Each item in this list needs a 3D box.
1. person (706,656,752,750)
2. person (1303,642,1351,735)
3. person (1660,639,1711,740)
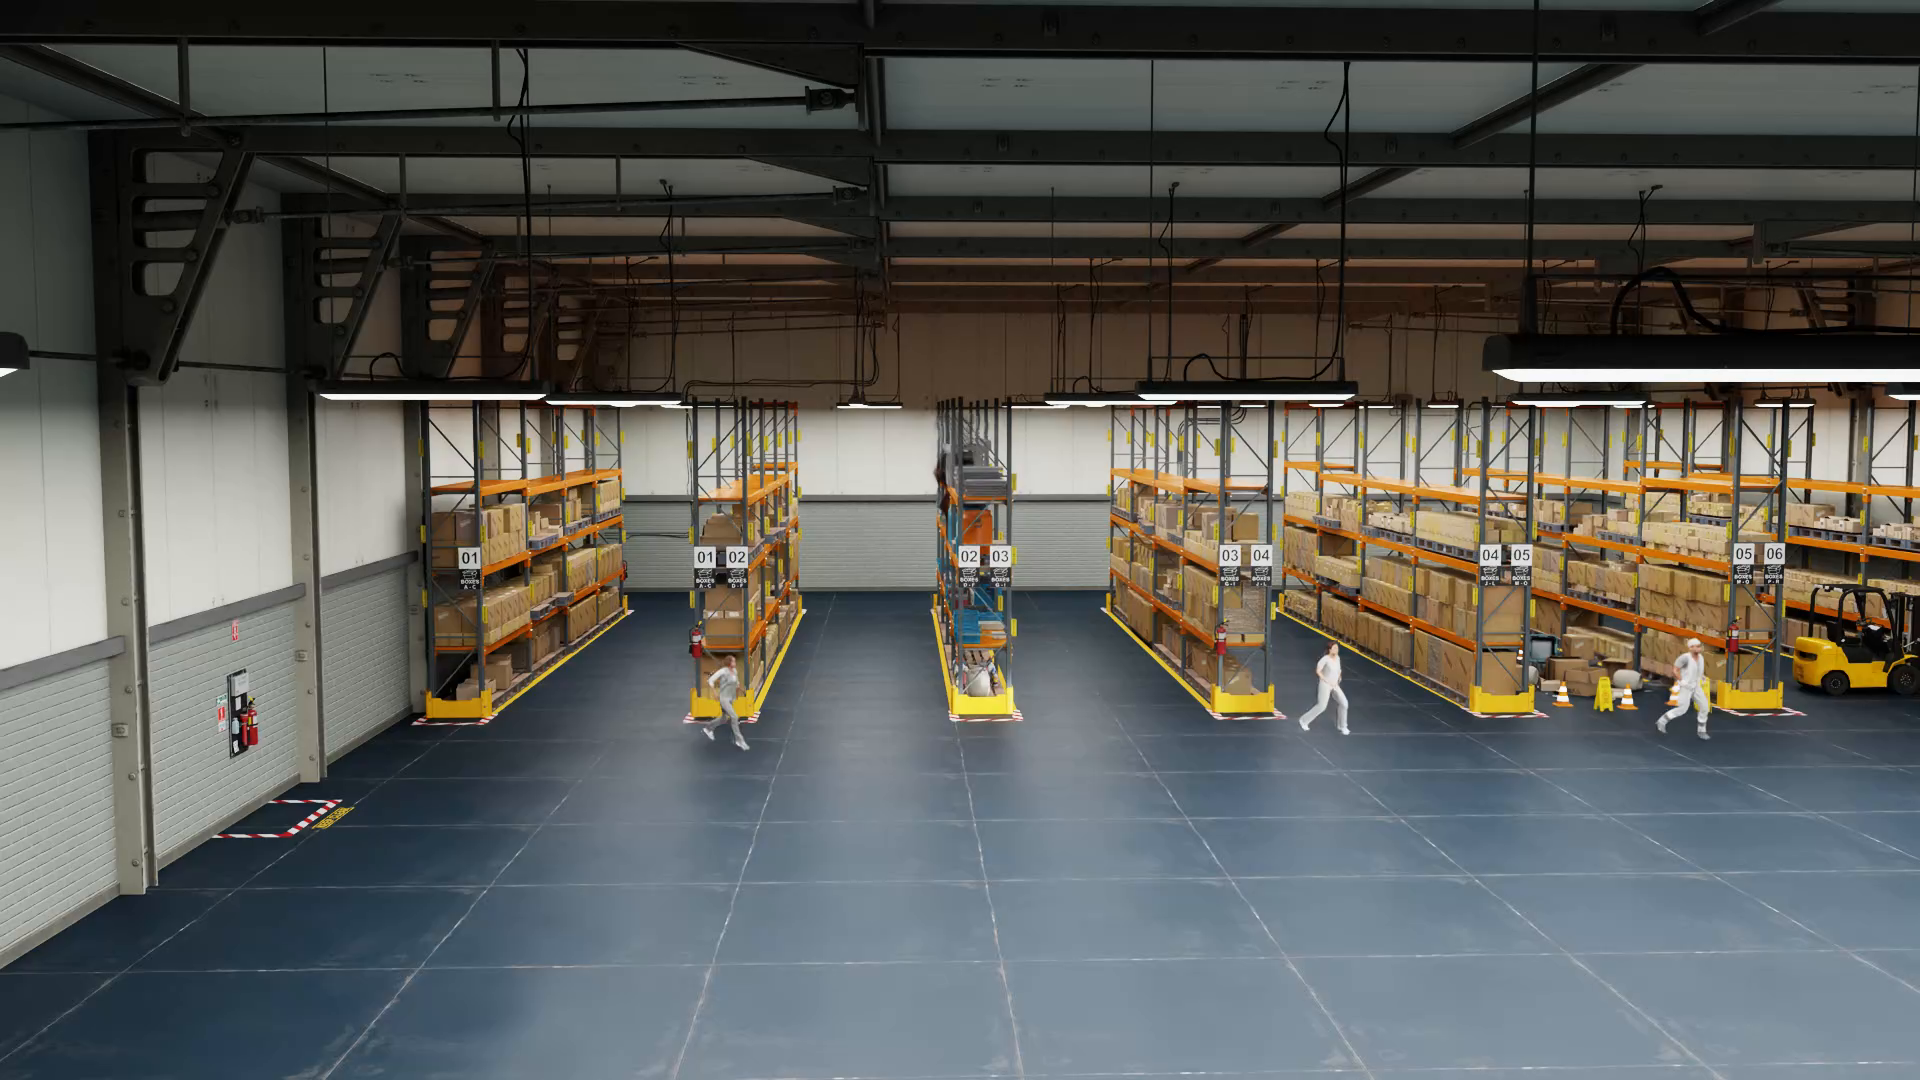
[{"bbox_3d":[-3.952,2.753,28.297,0.915,1.576,0.558,2,5,28],"label":"person"},{"bbox_3d":[6.576,2.641,29.590,0.796,1.666,0.713,-4,6,-40],"label":"person"},{"bbox_3d":[12.832,2.618,29.199,0.868,1.777,0.683,-2,5,-29],"label":"person"}]
